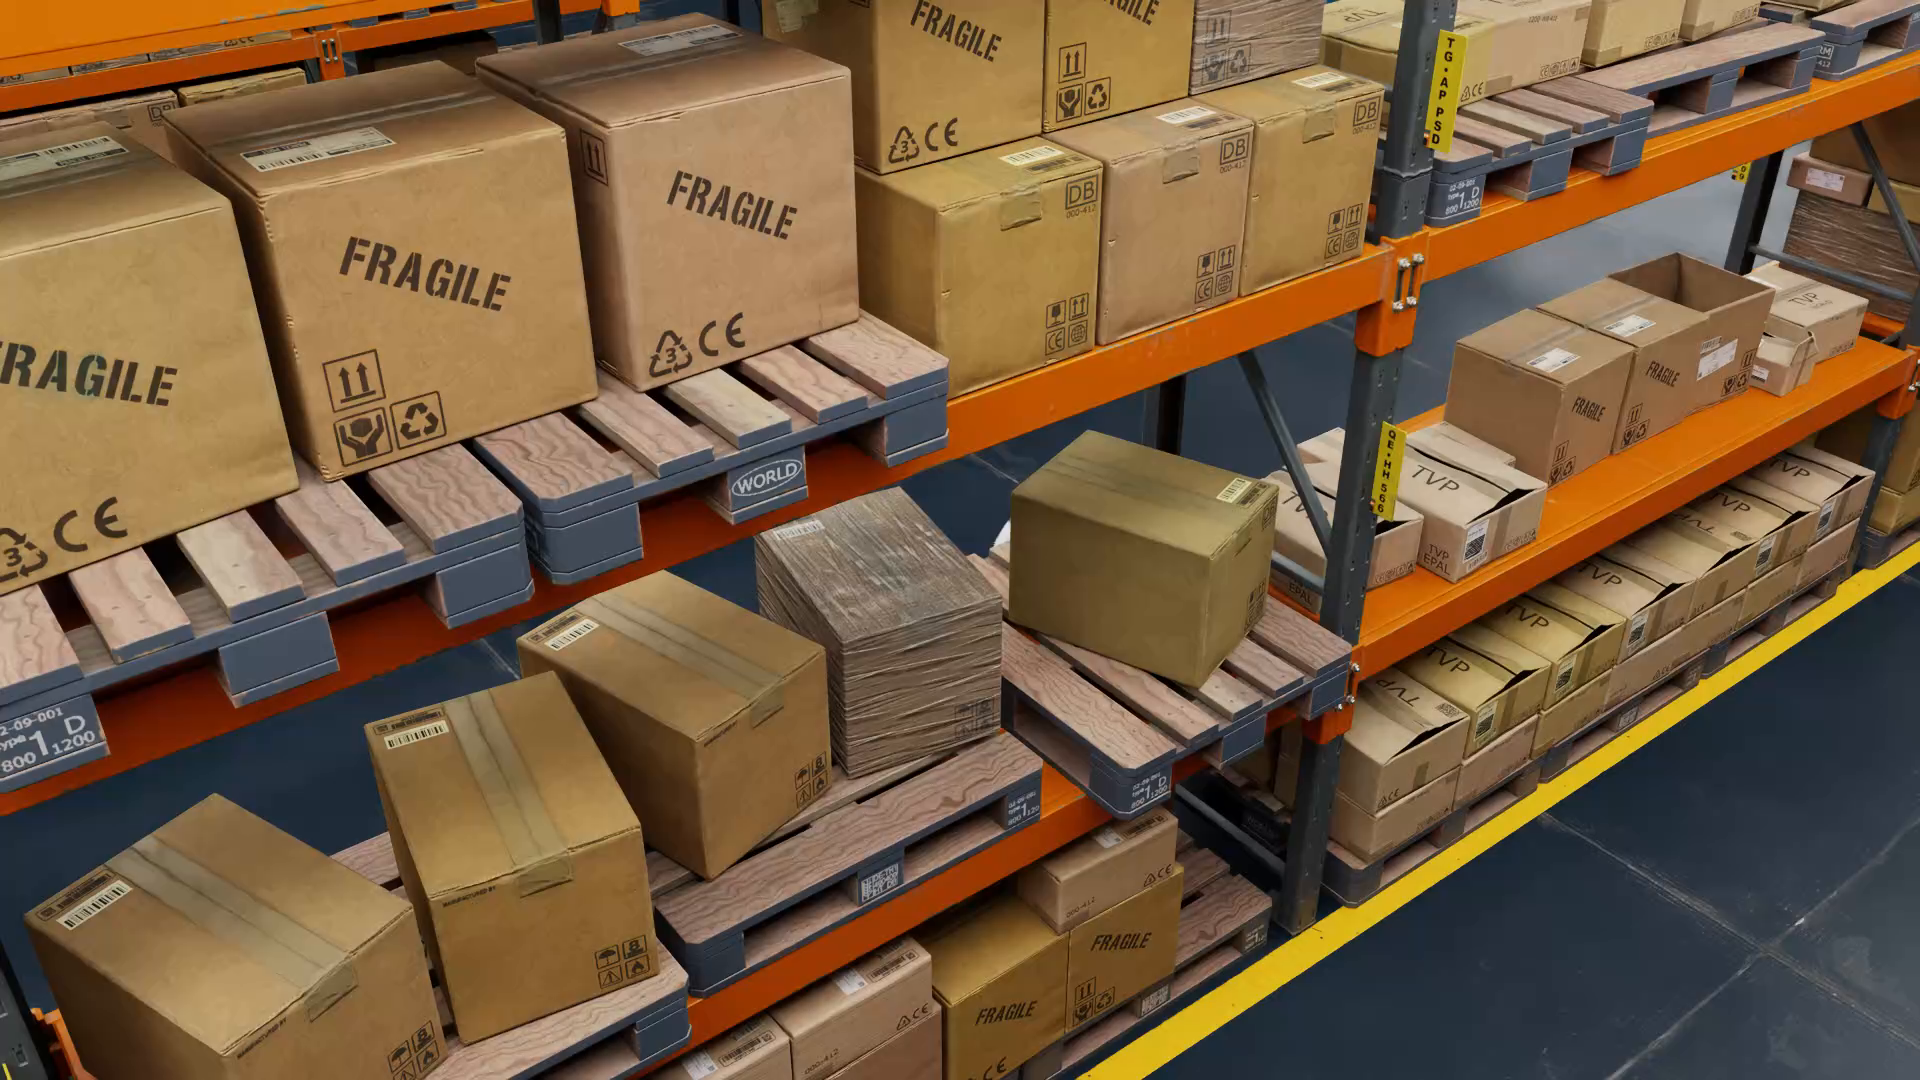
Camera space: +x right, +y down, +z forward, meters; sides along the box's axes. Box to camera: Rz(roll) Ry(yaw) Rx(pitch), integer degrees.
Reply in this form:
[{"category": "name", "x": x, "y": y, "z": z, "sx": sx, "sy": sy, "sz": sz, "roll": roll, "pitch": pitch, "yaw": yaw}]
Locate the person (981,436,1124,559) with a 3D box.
[{"category": "person", "x": 0.475, "y": 0.087, "z": 7.704, "sx": 0.878, "sy": 1.011, "sz": 0.516, "roll": -23, "pitch": 39, "yaw": -32}]
